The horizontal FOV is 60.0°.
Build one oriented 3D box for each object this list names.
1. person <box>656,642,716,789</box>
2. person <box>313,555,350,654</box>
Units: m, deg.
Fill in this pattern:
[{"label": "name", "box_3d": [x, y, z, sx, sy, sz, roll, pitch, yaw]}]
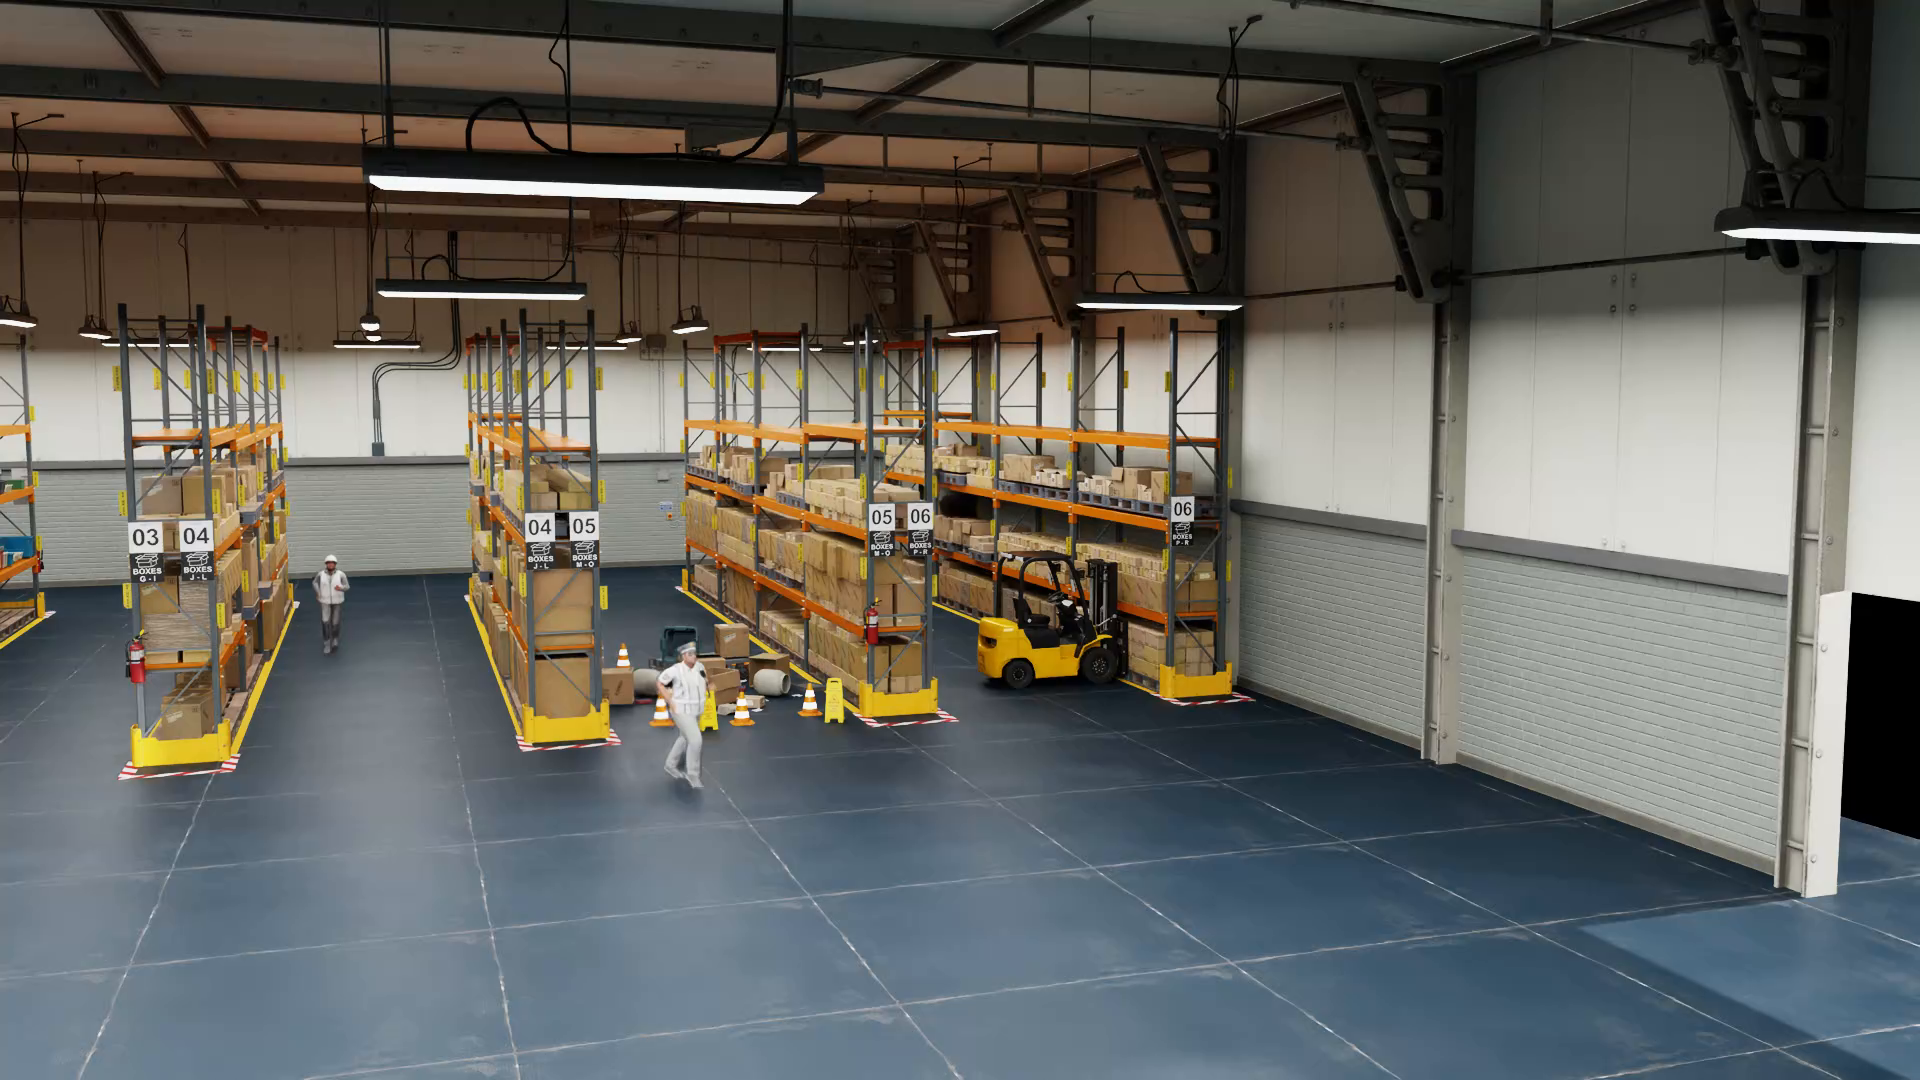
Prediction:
[{"label": "person", "box_3d": [-3.380, 2.179, 20.731, 0.785, 1.858, 0.626, 3, 6, 31]}, {"label": "person", "box_3d": [-11.695, 1.192, 30.960, 0.641, 1.836, 0.794, -2, 6, -21]}]
